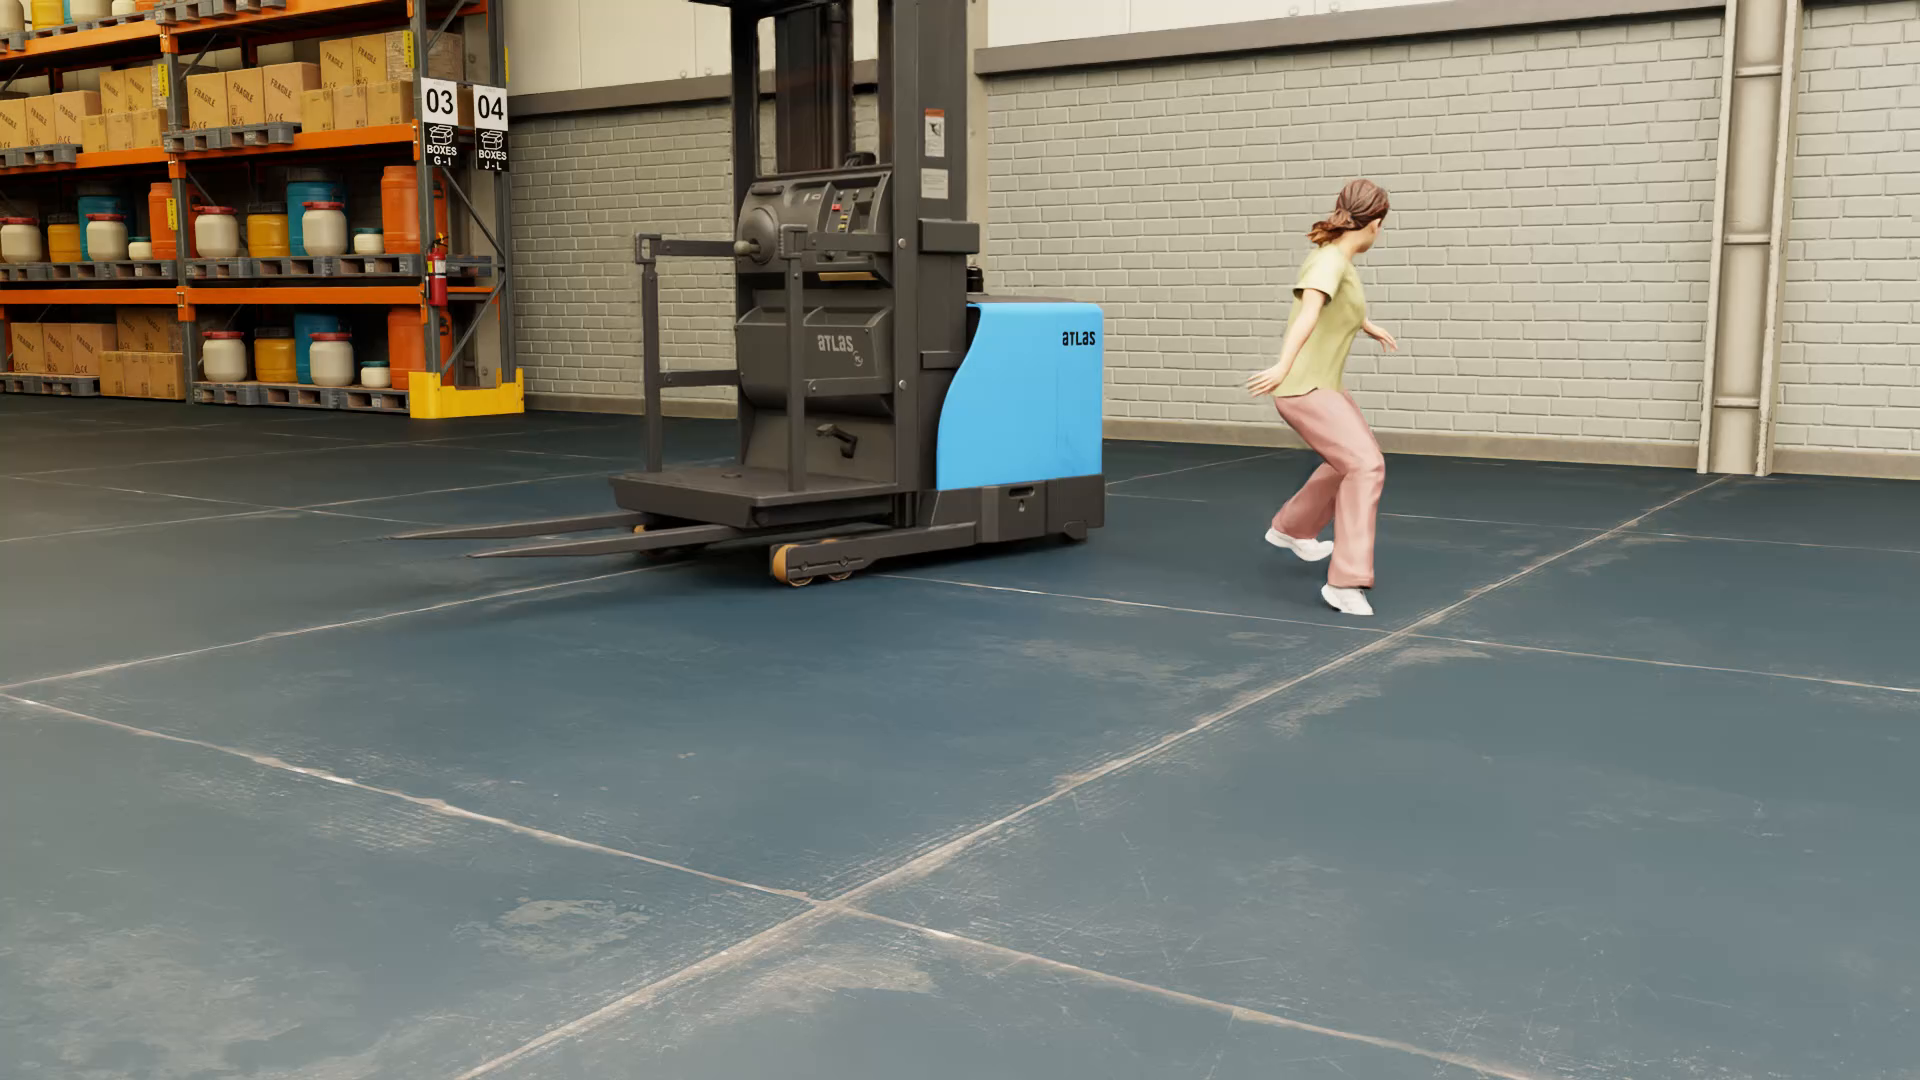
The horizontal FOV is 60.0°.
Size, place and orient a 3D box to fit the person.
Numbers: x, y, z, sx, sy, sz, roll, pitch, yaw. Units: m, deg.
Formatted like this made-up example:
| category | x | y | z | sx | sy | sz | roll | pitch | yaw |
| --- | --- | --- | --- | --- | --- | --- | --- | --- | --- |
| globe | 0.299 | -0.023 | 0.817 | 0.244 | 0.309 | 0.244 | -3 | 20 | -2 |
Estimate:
| category | x | y | z | sx | sy | sz | roll | pitch | yaw |
| --- | --- | --- | --- | --- | --- | --- | --- | --- | --- |
| person | 1.359 | -0.514 | 6.150 | 0.547 | 1.611 | 1.054 | 3 | 8 | 17 |

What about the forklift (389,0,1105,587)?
| category | x | y | z | sx | sy | sz | roll | pitch | yaw |
| --- | --- | --- | --- | --- | --- | --- | --- | --- | --- |
| forklift | -0.766 | -1.355 | 6.719 | 3.031 | 2.935 | 1.130 | -7 | 11 | -42 |
